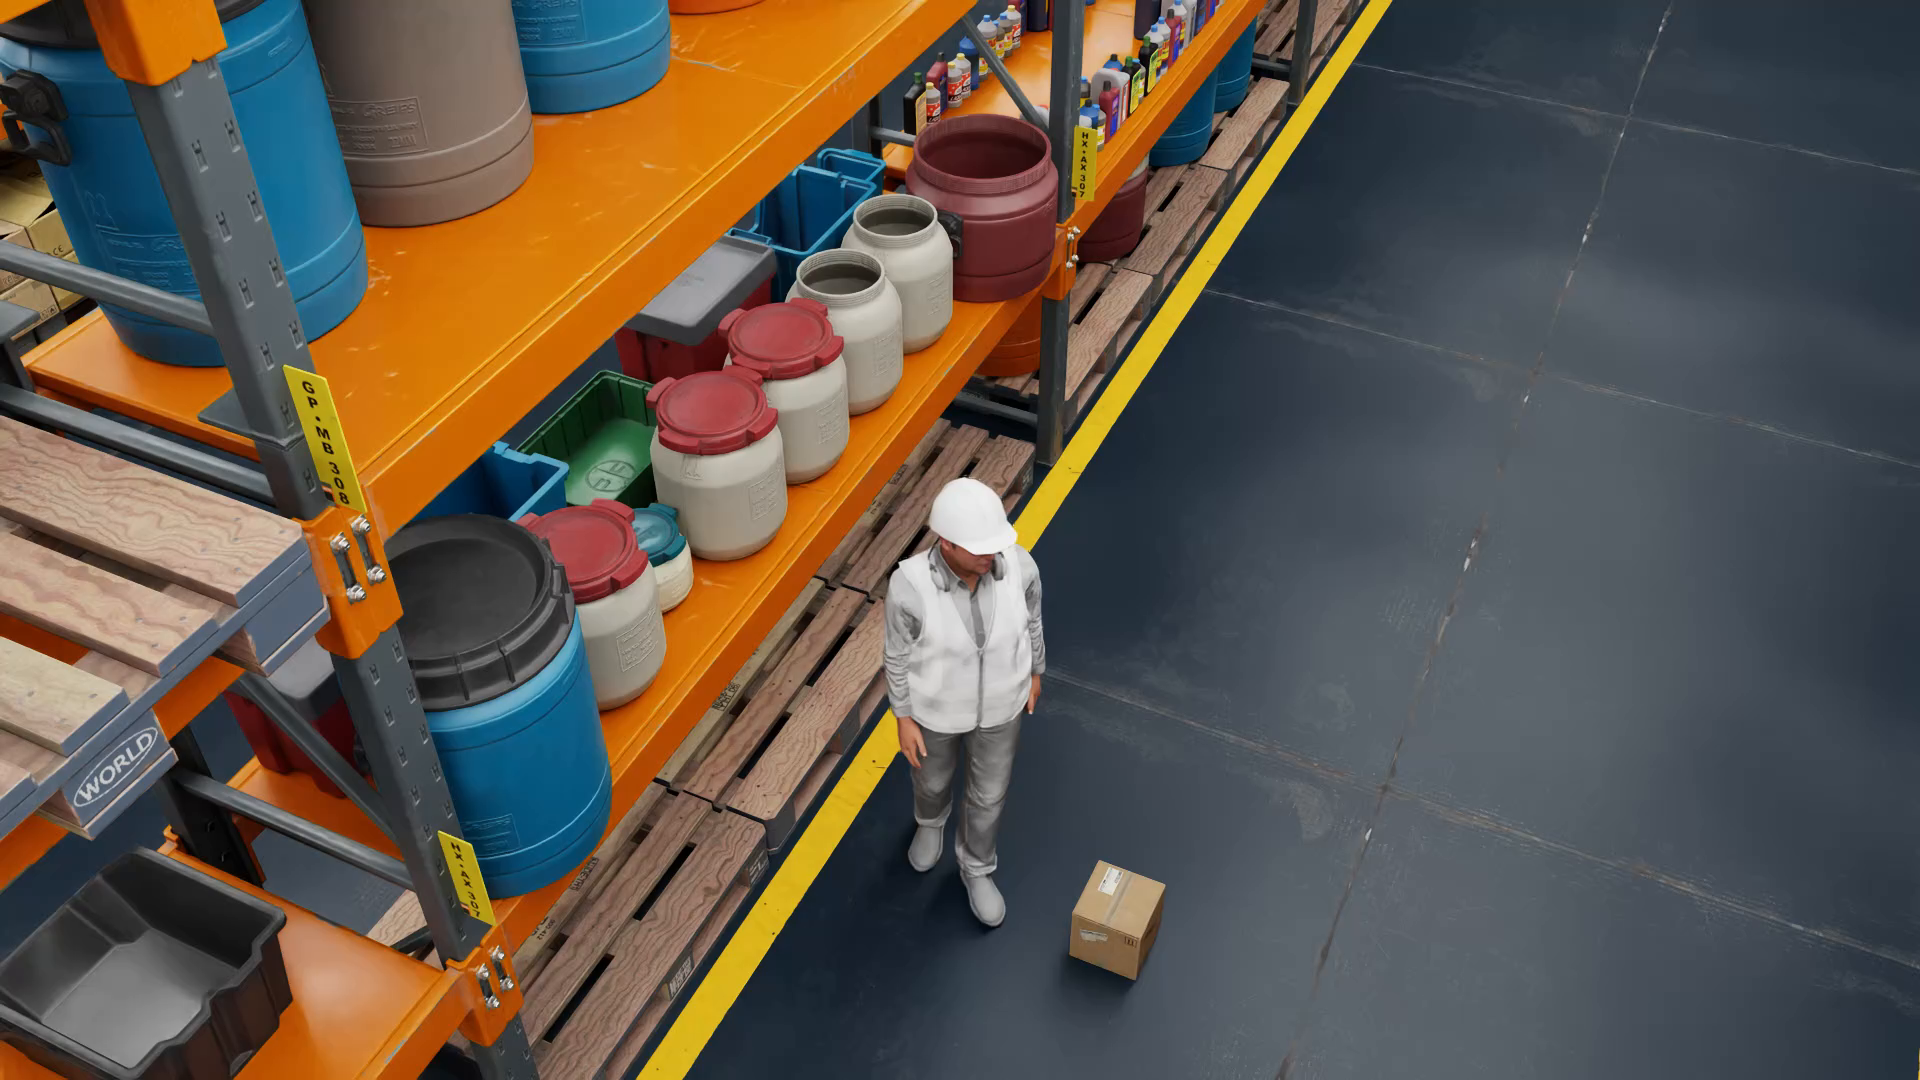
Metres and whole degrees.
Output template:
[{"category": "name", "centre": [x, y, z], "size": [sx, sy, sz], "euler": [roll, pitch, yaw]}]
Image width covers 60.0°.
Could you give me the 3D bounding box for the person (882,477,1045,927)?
[{"category": "person", "centre": [0.035, 0.540, 5.525], "size": [0.563, 1.774, 0.584], "euler": [-11, 43, -12]}]
